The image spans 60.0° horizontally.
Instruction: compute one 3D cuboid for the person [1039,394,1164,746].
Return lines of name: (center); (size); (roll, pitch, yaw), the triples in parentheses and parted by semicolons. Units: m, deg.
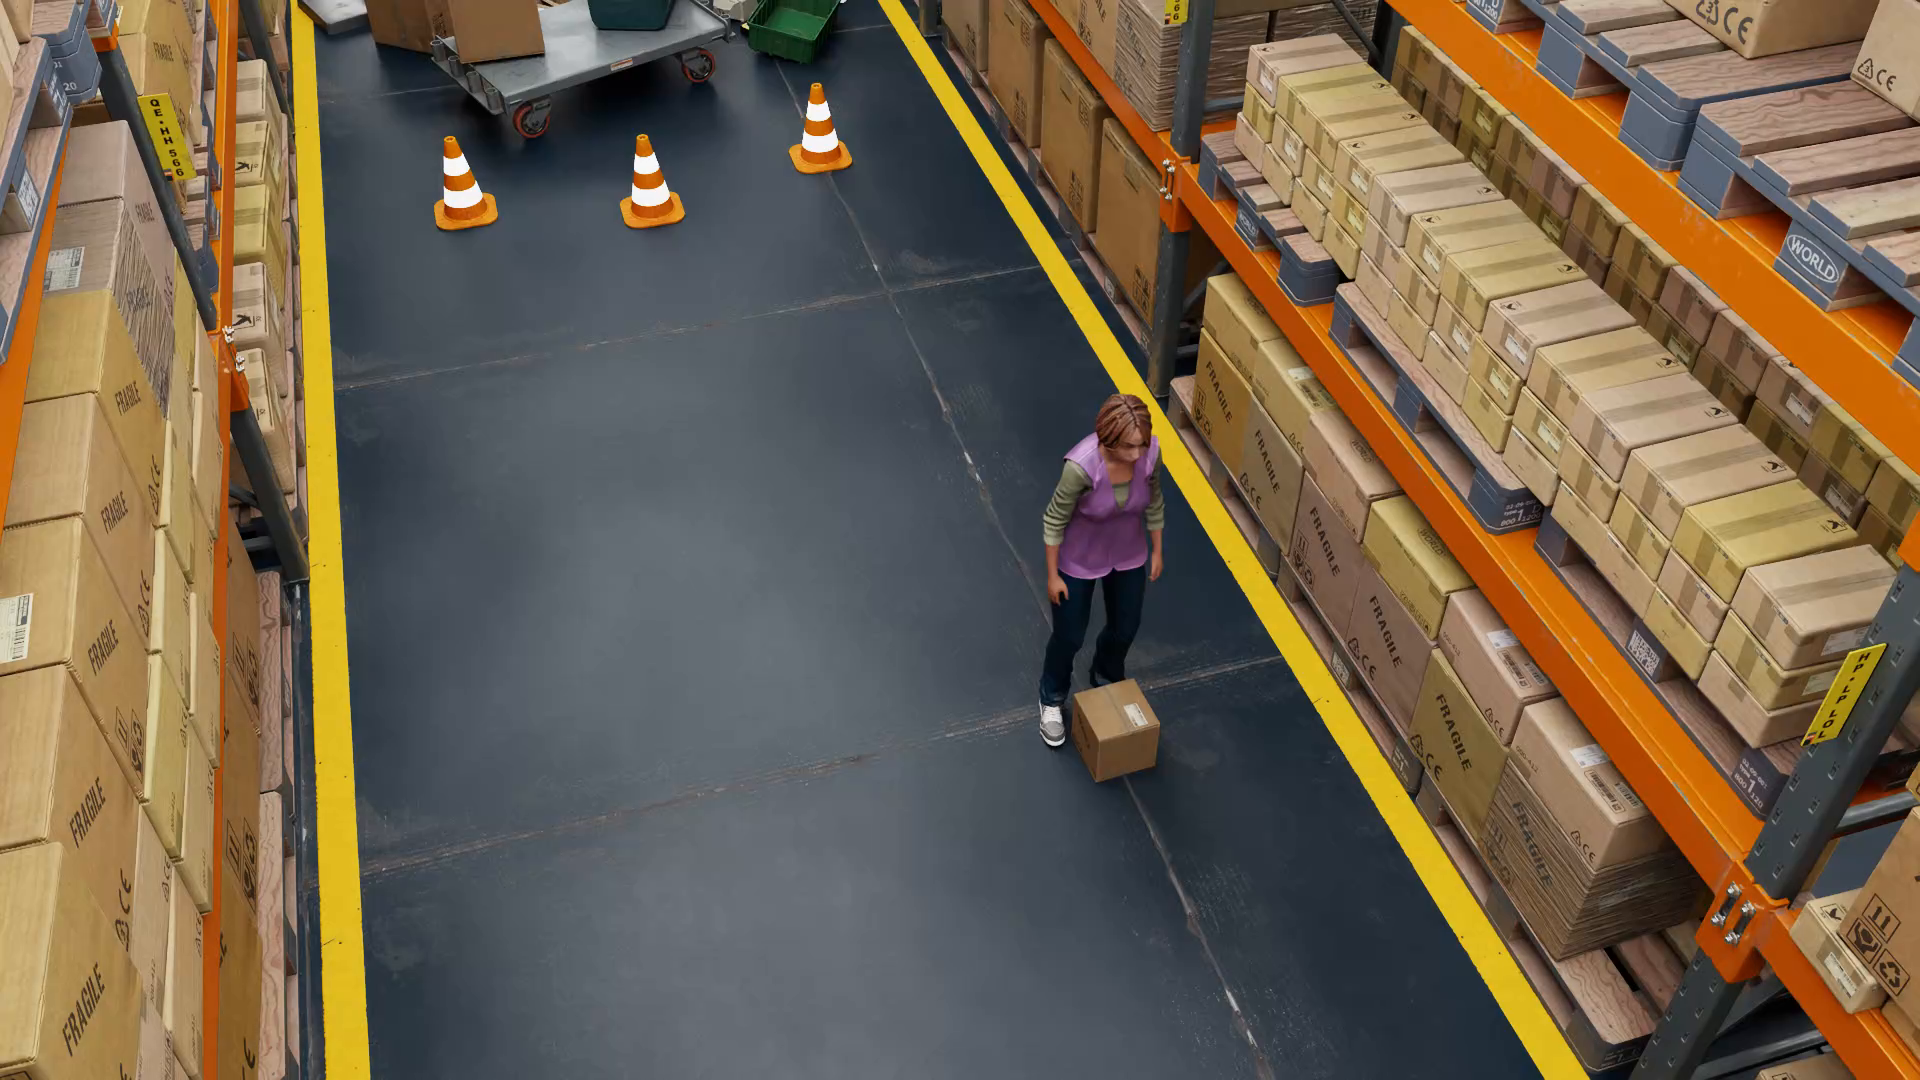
person: (0.521, 0.093, 6.069); (0.478, 1.593, 0.368); (-13, 44, -14)
